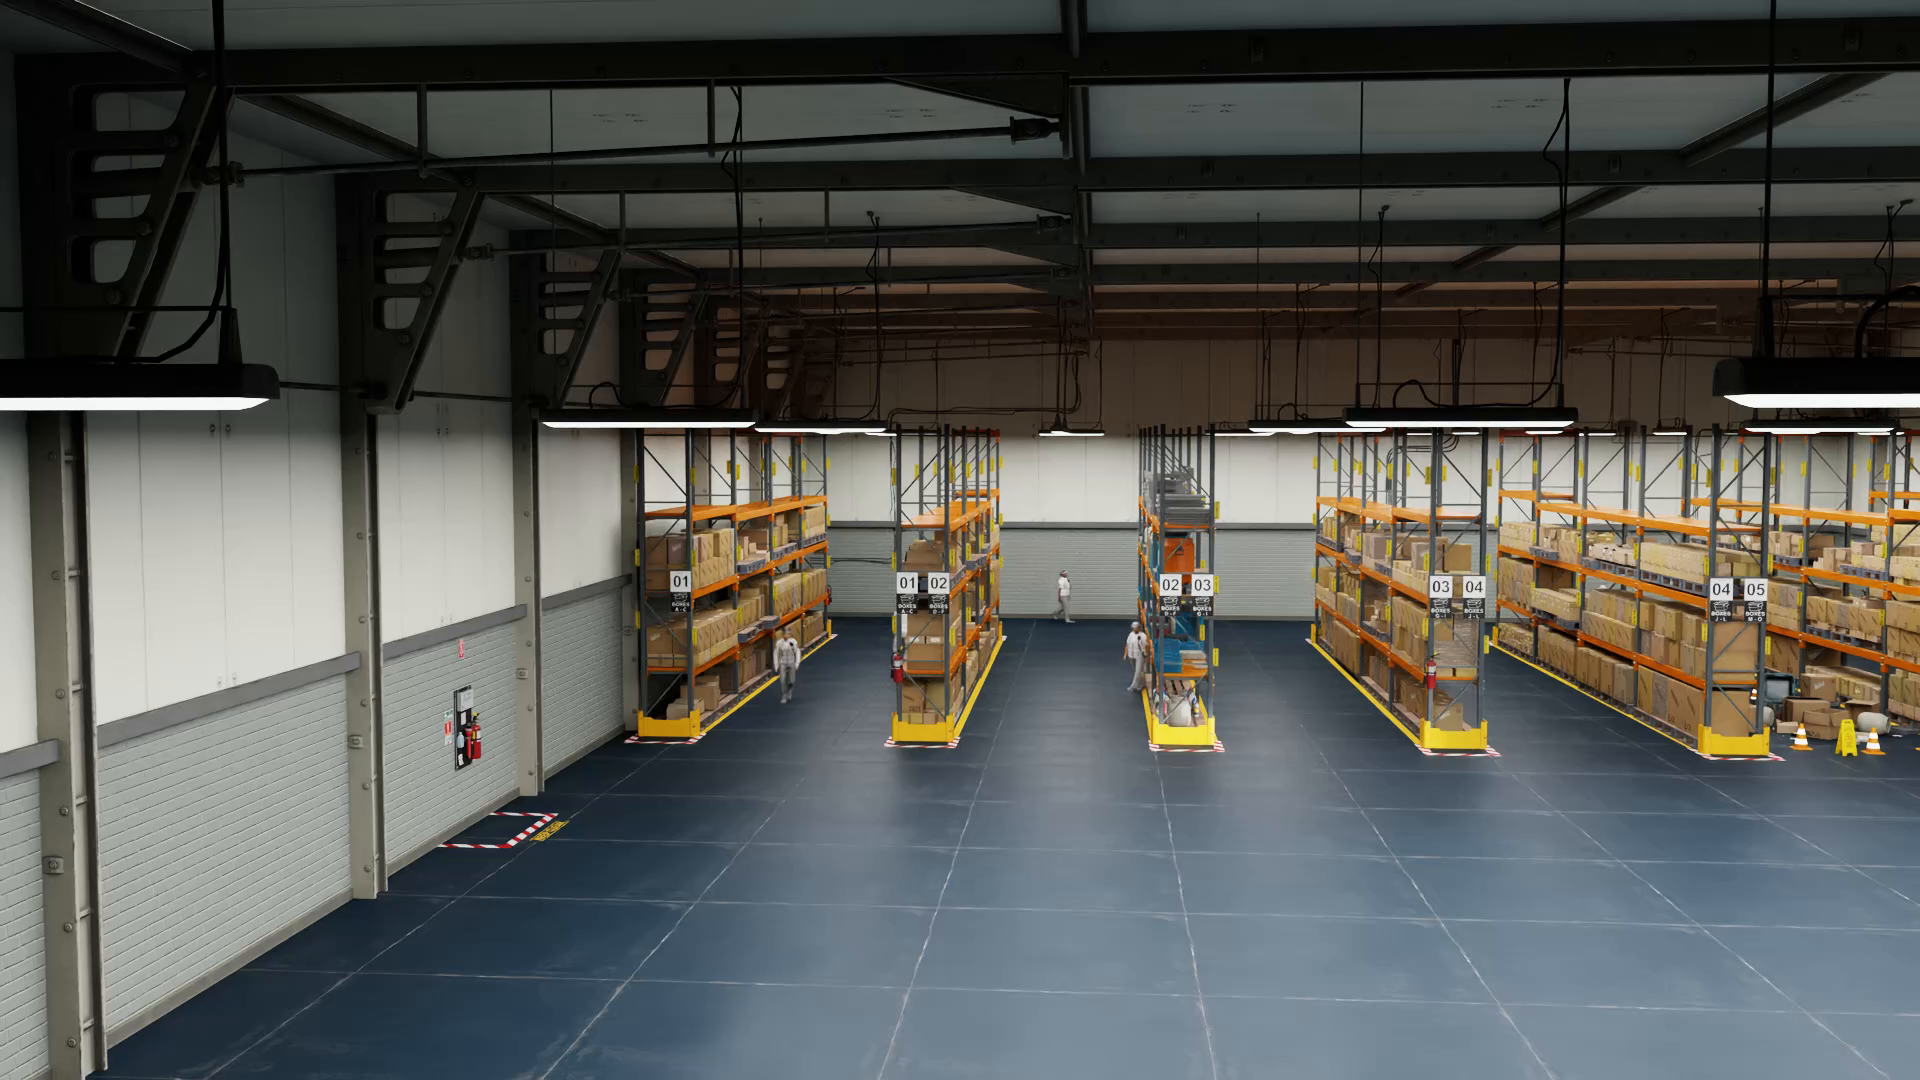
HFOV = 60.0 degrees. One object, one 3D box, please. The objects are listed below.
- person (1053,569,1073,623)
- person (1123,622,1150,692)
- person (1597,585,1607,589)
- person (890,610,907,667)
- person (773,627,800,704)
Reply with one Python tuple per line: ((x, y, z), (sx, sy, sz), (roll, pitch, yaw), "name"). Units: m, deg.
((3.198, 1.734, 51.820), (0.769, 1.667, 0.487), (2, 4, 32), "person")
((3.928, 2.630, 37.328), (0.509, 1.605, 1.049), (3, 5, 43), "person")
((17.268, 2.104, 44.696), (0.575, 1.778, 0.436), (-1, 4, -23), "person")
((-1.410, 2.332, 41.349), (0.610, 1.756, 0.718), (0, 3, 7), "person")
((-3.770, 2.705, 36.195), (0.583, 1.659, 0.549), (0, 3, -4), "person")
